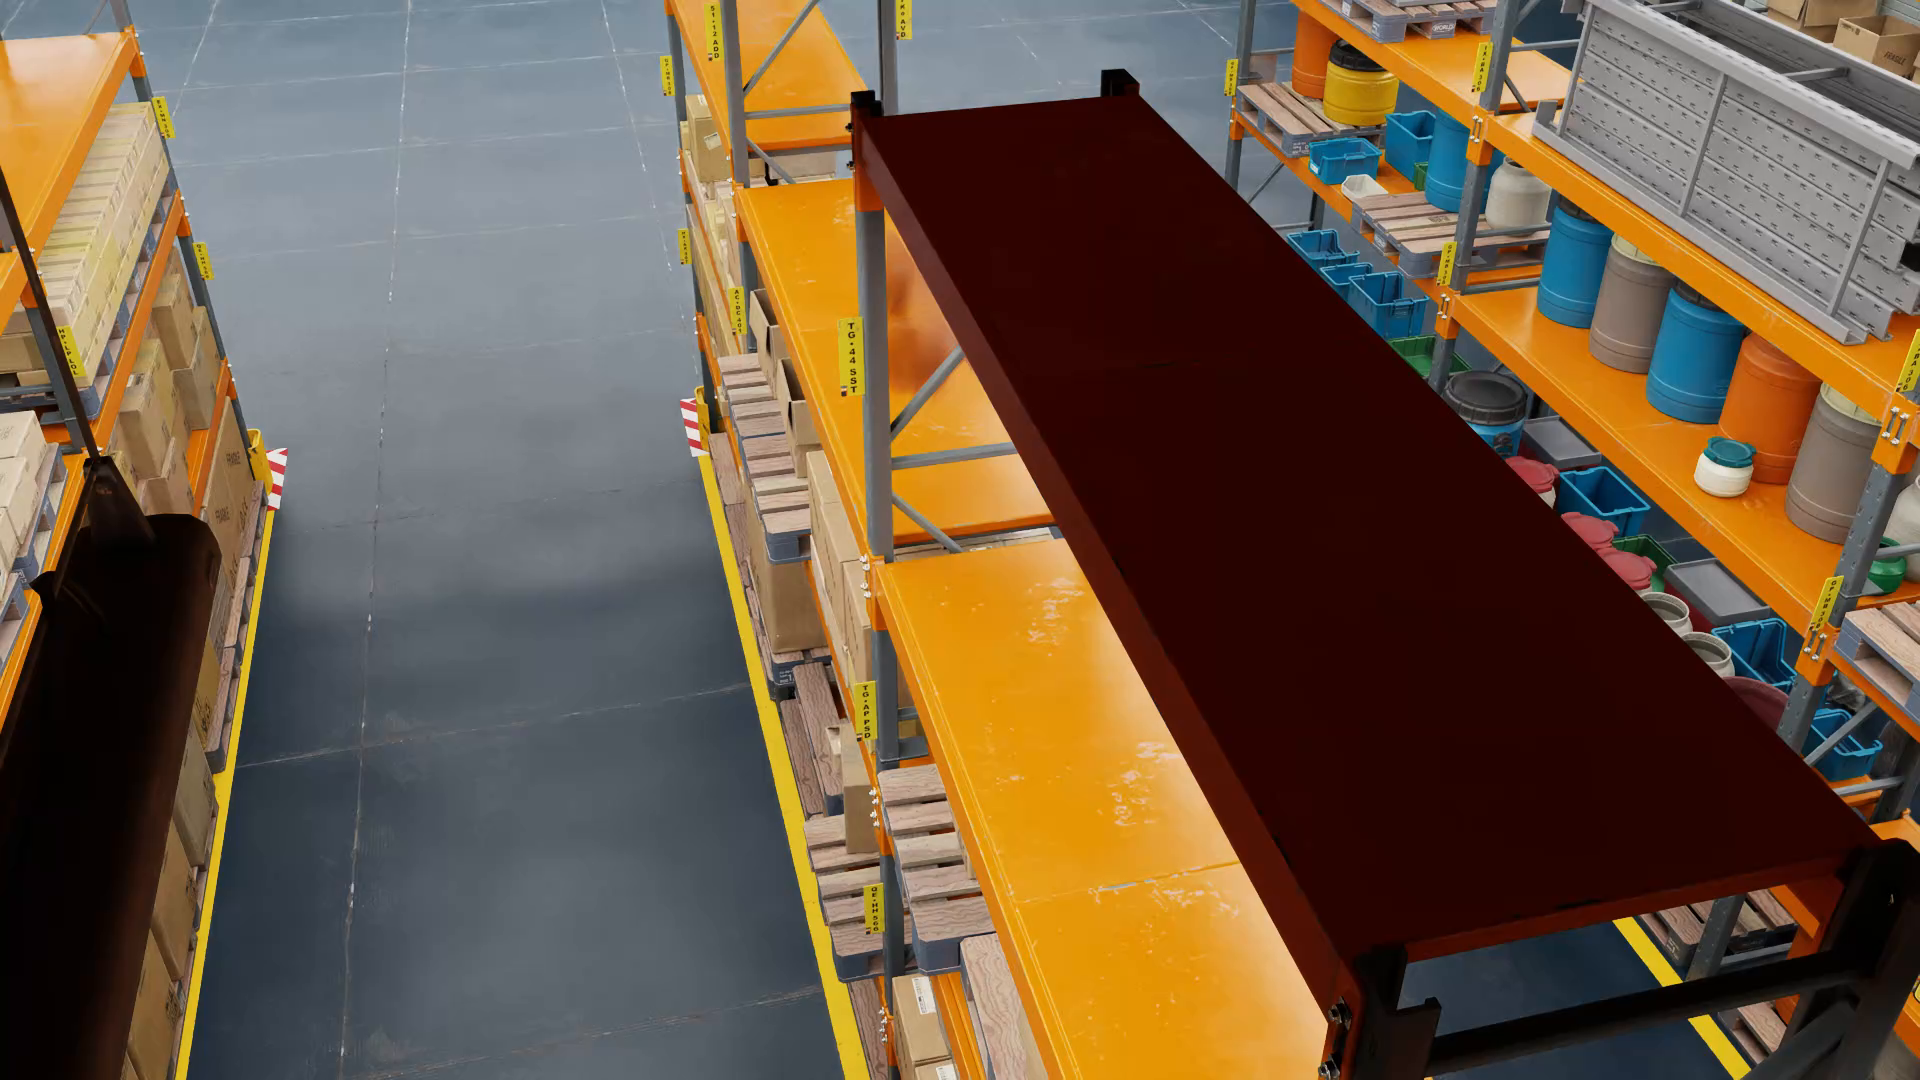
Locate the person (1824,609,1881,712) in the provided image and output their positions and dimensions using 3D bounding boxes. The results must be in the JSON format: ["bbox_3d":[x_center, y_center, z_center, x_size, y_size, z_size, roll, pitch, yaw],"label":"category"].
[{"bbox_3d":[6.476,0.452,11.951,0.563,1.658,0.572,-12,36,-16],"label":"person"}]

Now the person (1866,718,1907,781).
[{"bbox_3d":[6.344,1.190,10.788,0.712,1.785,0.986,-5,35,-8],"label":"person"}]
